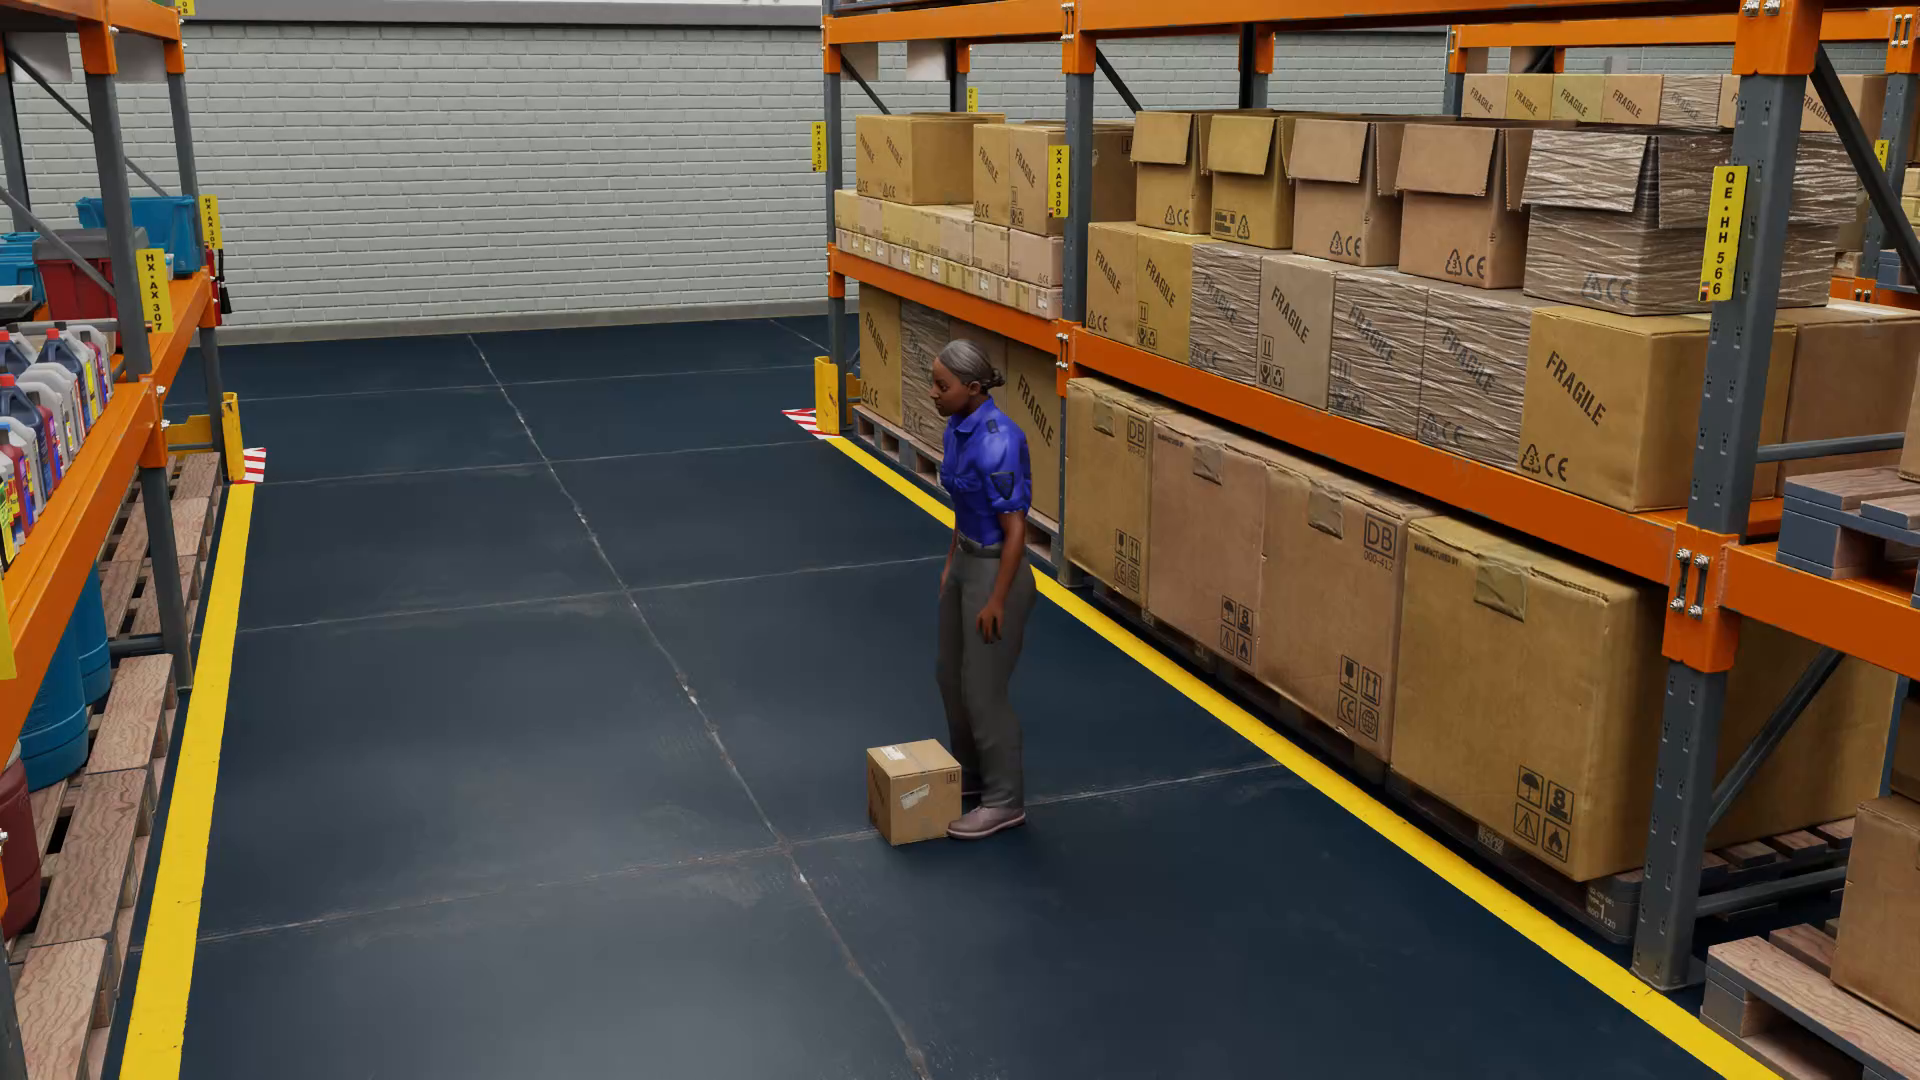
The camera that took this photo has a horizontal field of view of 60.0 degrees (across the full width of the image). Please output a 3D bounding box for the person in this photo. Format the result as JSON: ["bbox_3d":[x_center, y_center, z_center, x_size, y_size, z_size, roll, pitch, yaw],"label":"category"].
[{"bbox_3d":[0.060,0.148,5.511,0.349,1.654,0.504,-5,17,-19],"label":"person"}]
